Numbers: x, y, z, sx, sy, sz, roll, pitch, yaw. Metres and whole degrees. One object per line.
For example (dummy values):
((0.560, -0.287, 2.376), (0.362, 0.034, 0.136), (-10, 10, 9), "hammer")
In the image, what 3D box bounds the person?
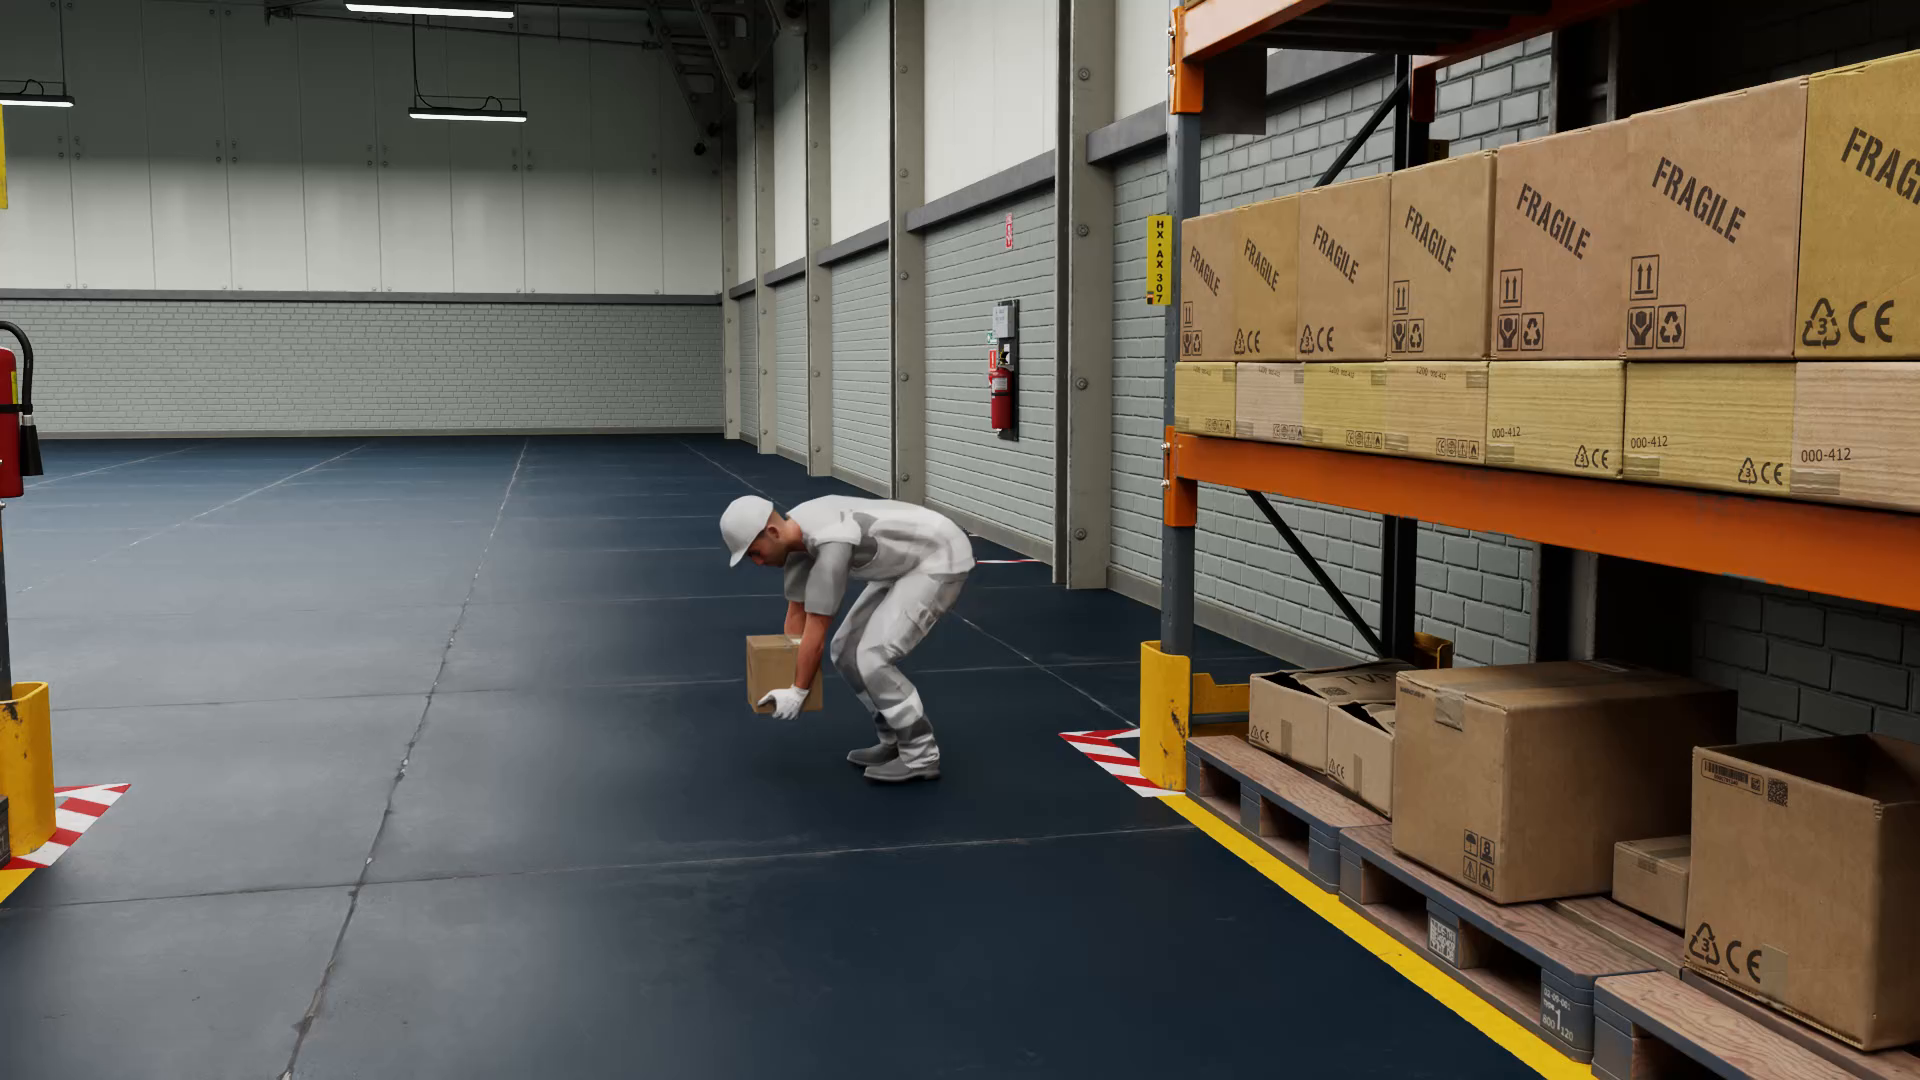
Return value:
((-0.420, 0.359, 6.250), (0.956, 1.077, 0.529), (-2, 6, -19), "person")
